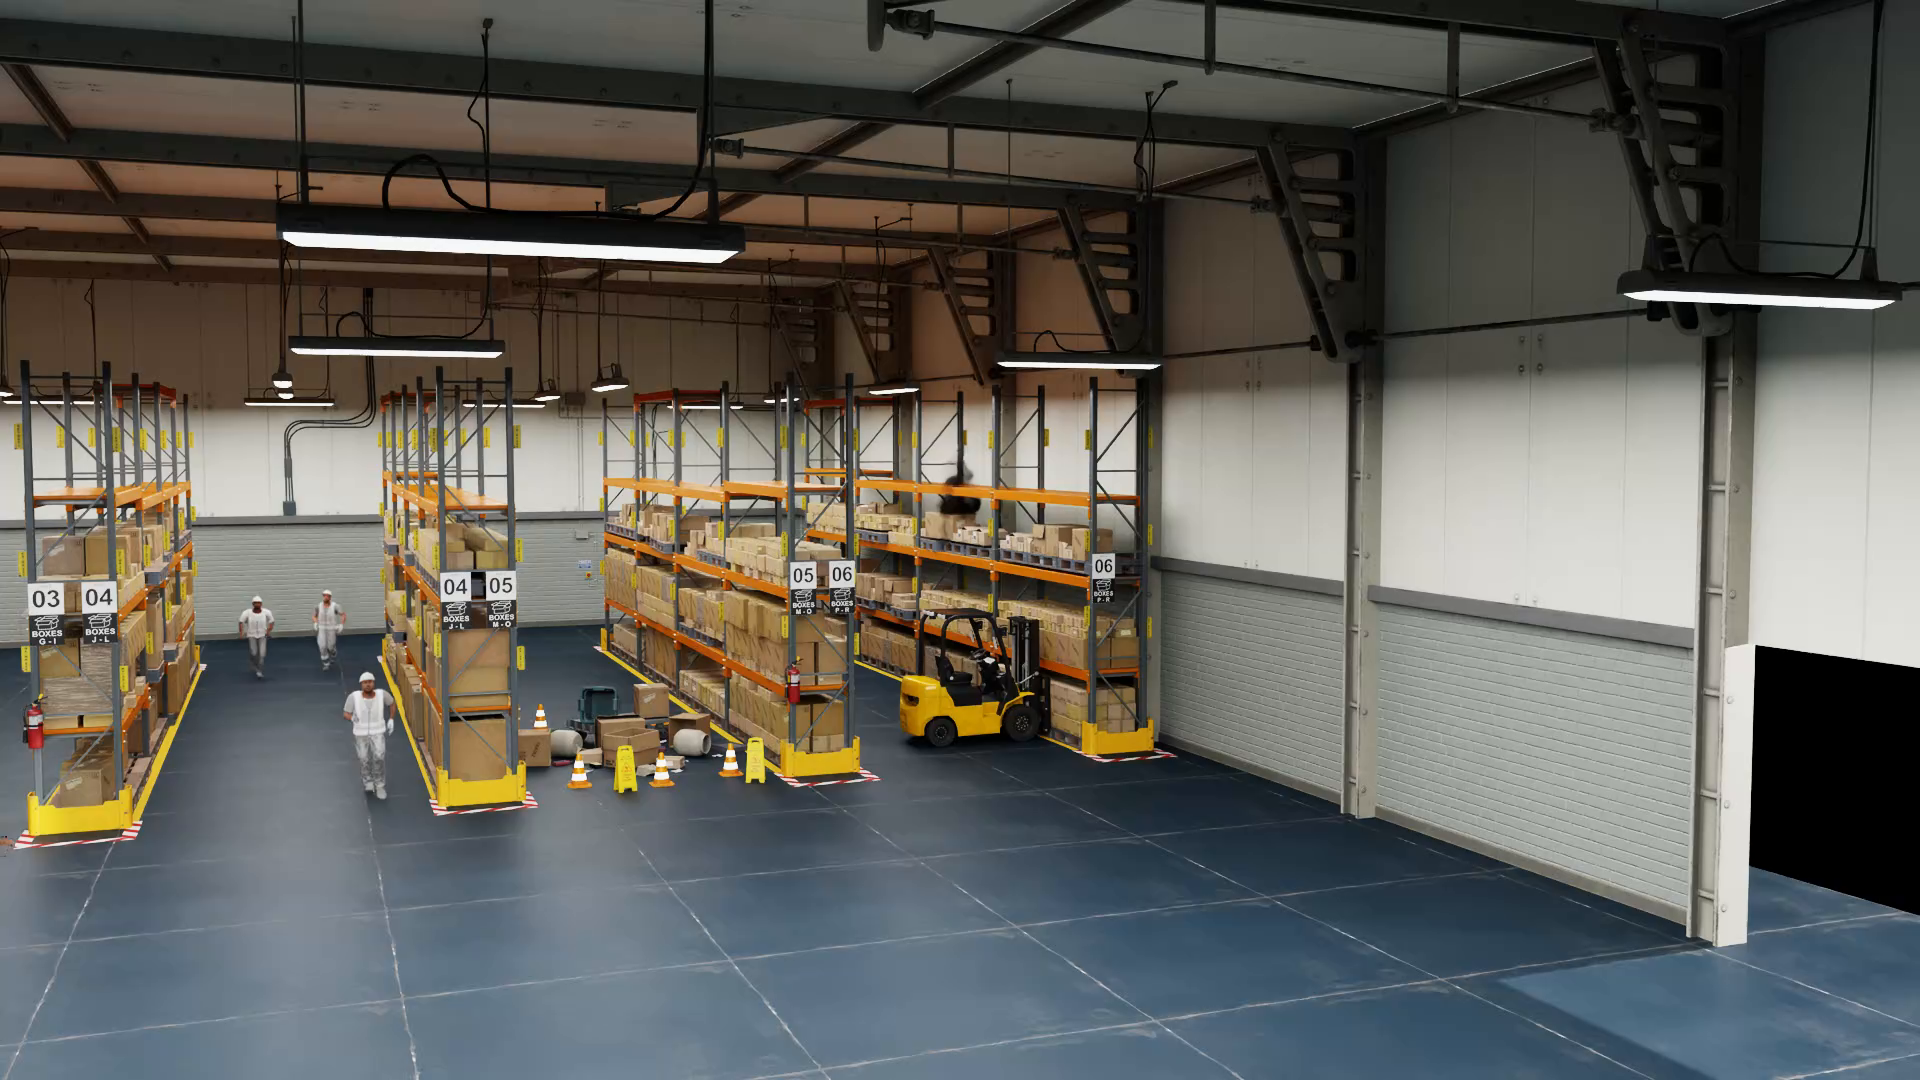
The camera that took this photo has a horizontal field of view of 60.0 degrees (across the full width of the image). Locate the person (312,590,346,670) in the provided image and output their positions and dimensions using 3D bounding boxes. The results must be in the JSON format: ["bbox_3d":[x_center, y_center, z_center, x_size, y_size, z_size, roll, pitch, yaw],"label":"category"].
[{"bbox_3d":[-13.771,1.959,36.263,0.696,1.744,0.613,0,3,-7],"label":"person"}]

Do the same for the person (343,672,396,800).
[{"bbox_3d":[-8.249,2.725,23.242,0.696,1.784,0.792,-1,4,-17],"label":"person"}]

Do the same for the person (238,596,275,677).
[{"bbox_3d":[-14.824,2.038,35.075,0.696,1.713,0.621,-2,4,-27],"label":"person"}]

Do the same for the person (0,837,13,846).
[{"bbox_3d":[-9.532,3.215,16.152,0.609,1.649,0.559,0,3,4],"label":"person"}]
